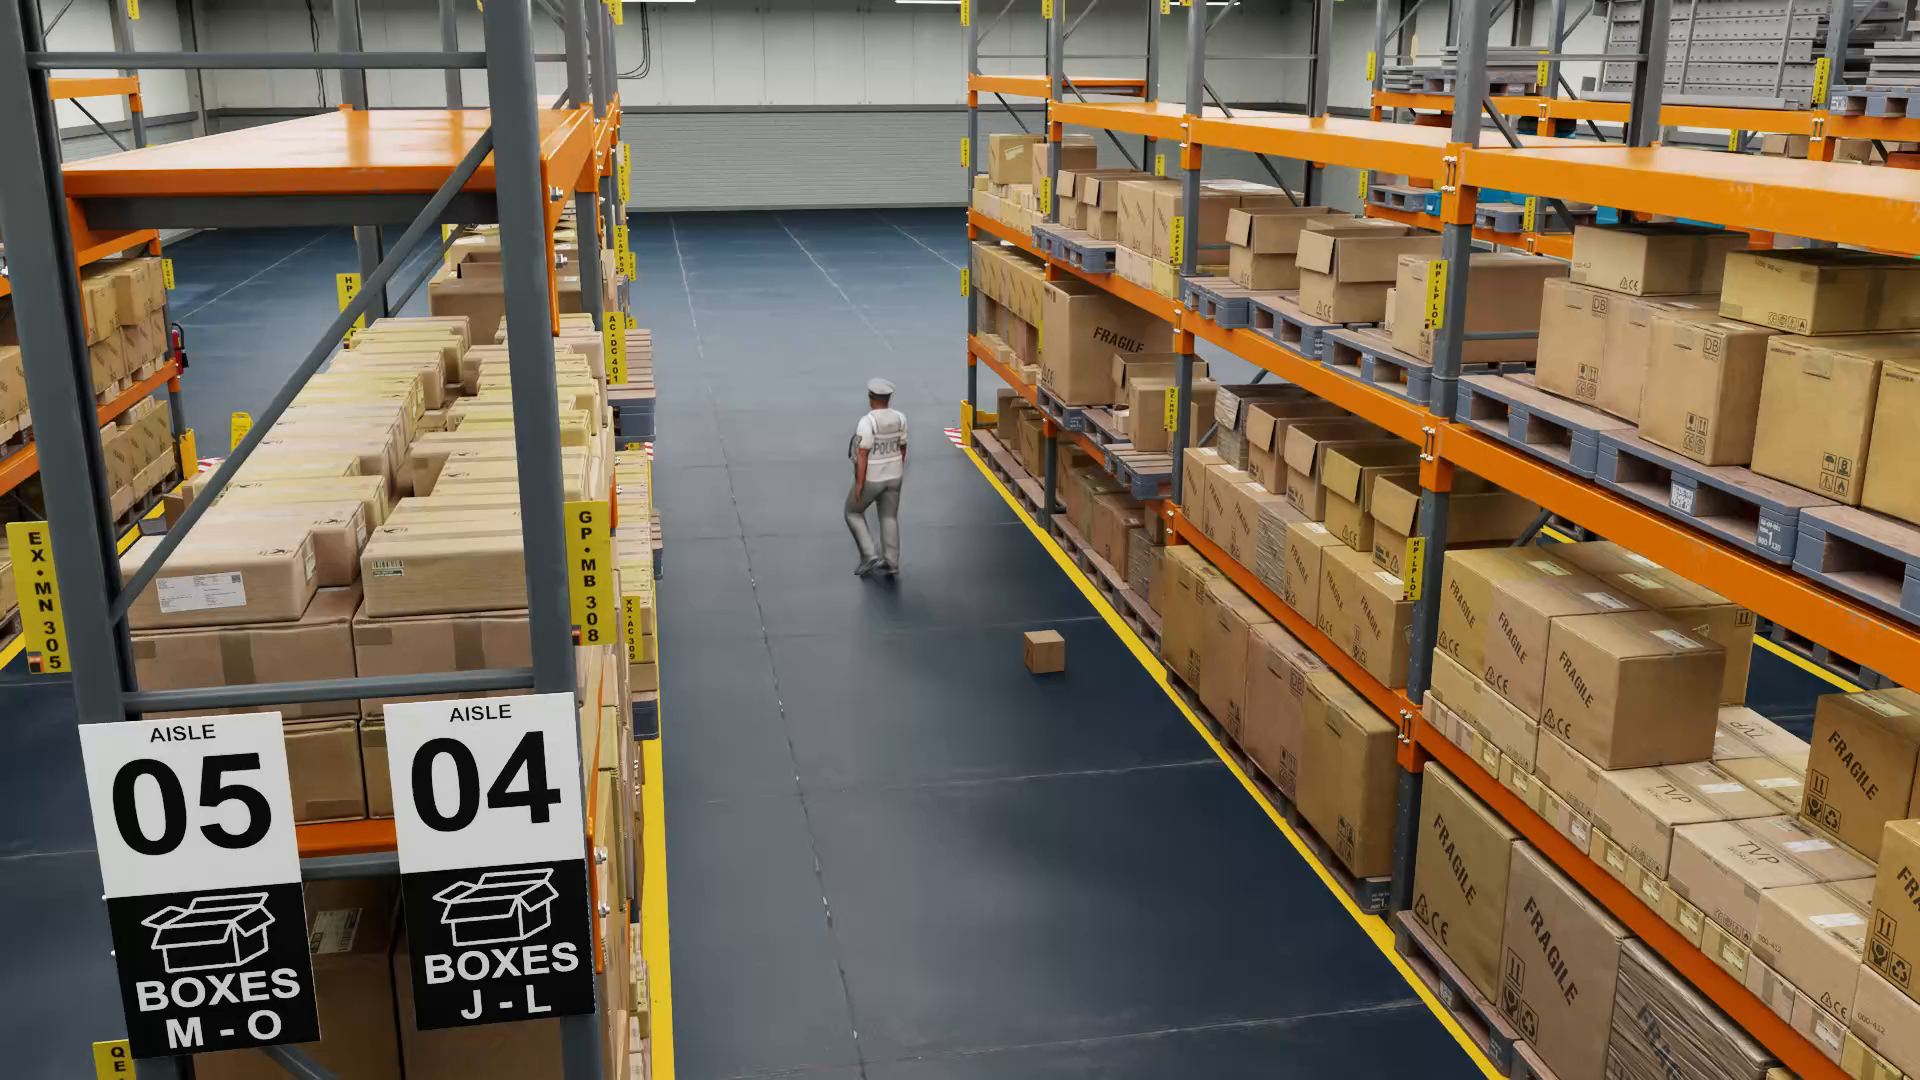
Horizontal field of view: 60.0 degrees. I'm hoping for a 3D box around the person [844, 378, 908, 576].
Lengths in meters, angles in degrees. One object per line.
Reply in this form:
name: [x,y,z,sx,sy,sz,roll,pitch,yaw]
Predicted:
person: [-0.749,-0.540,14.864,0.574,1.829,0.484,-11,20,-34]
